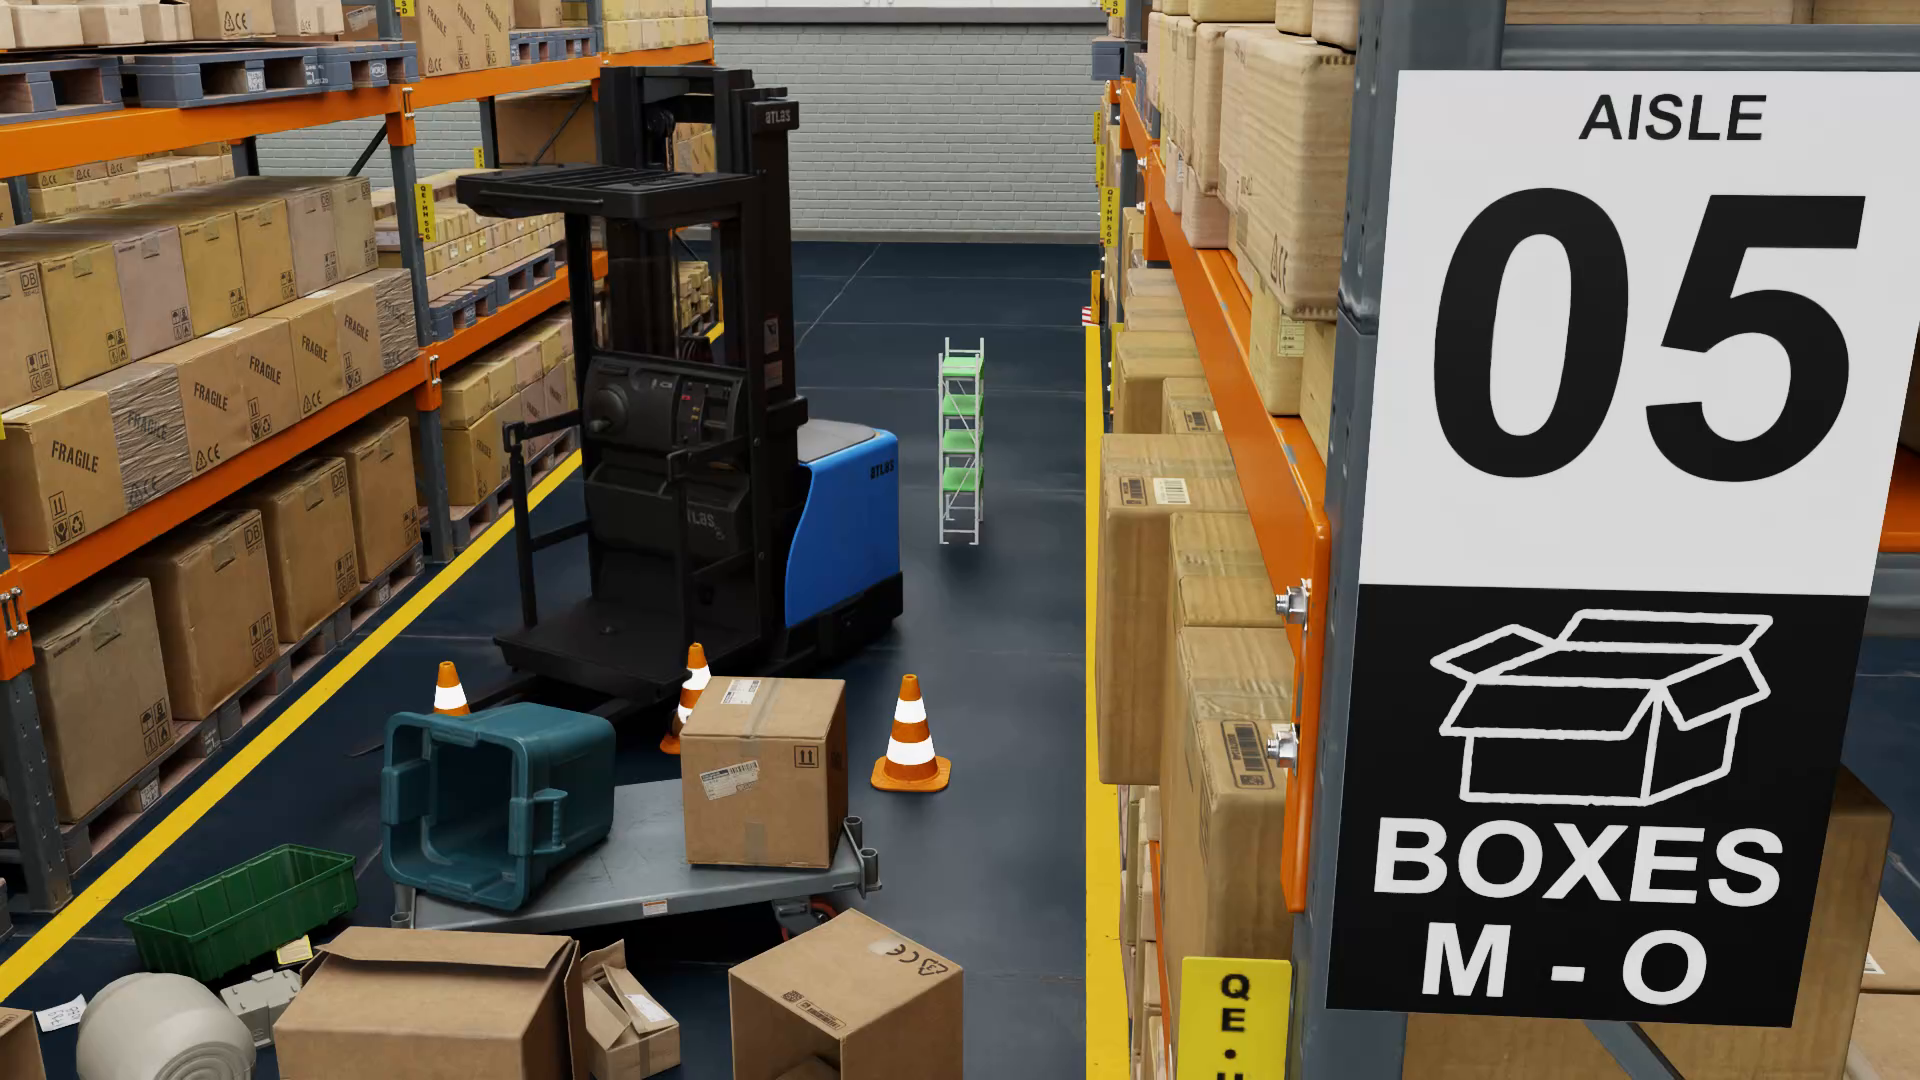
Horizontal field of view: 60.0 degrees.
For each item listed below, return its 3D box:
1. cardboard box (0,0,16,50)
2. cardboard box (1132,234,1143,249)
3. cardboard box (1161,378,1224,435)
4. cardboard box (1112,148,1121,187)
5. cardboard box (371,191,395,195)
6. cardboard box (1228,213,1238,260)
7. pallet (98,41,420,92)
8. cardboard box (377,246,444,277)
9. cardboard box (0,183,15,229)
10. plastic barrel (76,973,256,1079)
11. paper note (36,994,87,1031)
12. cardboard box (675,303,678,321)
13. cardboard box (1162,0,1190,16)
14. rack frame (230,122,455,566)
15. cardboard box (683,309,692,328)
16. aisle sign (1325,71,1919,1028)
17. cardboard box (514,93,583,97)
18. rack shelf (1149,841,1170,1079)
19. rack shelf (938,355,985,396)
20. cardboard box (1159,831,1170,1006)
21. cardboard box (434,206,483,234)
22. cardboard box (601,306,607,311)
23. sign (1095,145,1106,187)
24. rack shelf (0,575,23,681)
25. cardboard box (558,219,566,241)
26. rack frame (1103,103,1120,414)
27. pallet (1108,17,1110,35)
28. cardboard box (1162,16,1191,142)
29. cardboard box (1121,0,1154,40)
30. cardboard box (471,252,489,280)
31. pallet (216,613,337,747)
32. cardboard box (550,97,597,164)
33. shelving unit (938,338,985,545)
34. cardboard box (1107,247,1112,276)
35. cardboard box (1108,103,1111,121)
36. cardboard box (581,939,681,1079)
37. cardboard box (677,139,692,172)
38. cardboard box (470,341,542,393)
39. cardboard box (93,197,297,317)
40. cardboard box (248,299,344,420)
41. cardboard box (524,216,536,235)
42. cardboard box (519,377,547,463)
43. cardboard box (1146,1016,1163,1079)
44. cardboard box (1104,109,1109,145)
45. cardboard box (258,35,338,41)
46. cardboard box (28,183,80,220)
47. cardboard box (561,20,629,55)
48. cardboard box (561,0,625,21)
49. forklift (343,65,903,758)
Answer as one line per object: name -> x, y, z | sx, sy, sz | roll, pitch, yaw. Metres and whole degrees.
cardboard box -> -3.558, -1.851, 5.819 | 0.258, 0.266, 0.396 | 1, 18, 3
cardboard box -> 1.057, -1.150, 7.804 | 0.500, 0.500, 0.500 | 2, 18, 5
cardboard box -> 0.779, -0.036, 3.472 | 0.700, 0.500, 0.500 | 1, 18, 4
cardboard box -> 1.228, -2.226, 10.634 | 0.500, 0.500, 0.500 | 1, 18, 4
cardboard box -> -3.871, -2.311, 11.431 | 0.380, 0.149, 0.250 | 2, 18, 6
cardboard box -> 0.674, -0.559, 2.899 | 0.380, 0.149, 0.250 | 1, 18, 2
pallet -> -3.556, -2.437, 8.530 | 1.213, 0.211, 1.003 | 2, 18, 6
cardboard box -> -3.328, -1.670, 9.954 | 0.380, 0.149, 0.250 | 2, 18, 6
cardboard box -> -7.977, -2.583, 13.329 | 0.500, 0.500, 0.500 | 1, 18, 4
plastic barrel -> -2.401, 1.550, 5.012 | 0.512, 0.421, 0.421 | 17, 25, 41
paper note -> -2.995, 1.579, 5.554 | 0.147, 0.020, 0.142 | -13, 22, -34
cardboard box -> -2.831, -2.115, 15.488 | 0.380, 0.149, 0.250 | 1, 18, 4
cardboard box -> 0.684, -1.332, 3.975 | 0.380, 0.149, 0.250 | 1, 18, 4
rack frame -> -3.563, -1.303, 9.582 | 1.000, 3.000, 0.127 | 1, 18, 4
cardboard box -> -2.802, -2.144, 16.054 | 0.380, 0.149, 0.250 | 0, 18, 1
aisle sign -> 0.514, 0.038, 1.314 | 0.394, 0.787, 0.004 | 1, 18, 4
cardboard box -> -3.481, -3.522, 14.110 | 0.500, 0.500, 0.500 | 1, 18, 2
rack shelf -> 0.951, 0.982, 3.765 | 1.077, 0.370, 4.000 | 1, 18, 4
rack shelf -> 0.012, -1.017, 10.264 | 0.258, 0.148, 0.480 | 1, 18, 4
cardboard box -> 0.652, 0.587, 3.177 | 0.500, 0.500, 0.500 | 1, 18, 4
cardboard box -> -3.279, -2.047, 10.626 | 0.380, 0.149, 0.250 | 1, 18, 2
cardboard box -> -2.997, -1.939, 14.472 | 0.380, 0.149, 0.250 | 1, 18, 3
sign -> 1.115, -2.927, 13.021 | 0.100, 0.325, 0.005 | 1, 18, 4
rack shelf -> -3.993, 0.903, 4.007 | 1.077, 0.370, 4.000 | 1, 18, 4
cardboard box -> -3.145, -2.340, 12.475 | 0.380, 0.149, 0.250 | 1, 18, 4
rack frame -> 1.668, -2.466, 13.132 | 1.000, 3.000, 0.127 | 1, 18, 4
pallet -> 1.912, -4.861, 15.766 | 1.003, 0.211, 1.213 | 1, 18, 4
cardboard box -> 0.714, -1.031, 3.697 | 0.500, 0.250, 0.500 | 1, 18, 4
cardboard box -> 1.258, -3.018, 9.159 | 0.797, 0.503, 0.637 | 0, 18, 1
cardboard box -> -3.274, -1.768, 10.732 | 0.380, 0.149, 0.250 | 2, 18, 6
pallet -> -3.785, 0.643, 8.121 | 1.003, 0.211, 1.213 | 1, 18, 4
cardboard box -> -3.001, -3.344, 13.567 | 0.500, 0.500, 0.500 | 2, 18, 5
shelving unit -> 0.012, -0.622, 10.393 | 0.258, 1.200, 0.503 | 1, 18, 4
cardboard box -> 1.212, -1.865, 10.735 | 0.500, 0.250, 0.500 | 1, 18, 2
cardboard box -> 1.373, -3.400, 13.173 | 0.380, 0.149, 0.250 | 1, 18, 3
cardboard box -> -1.104, 1.523, 5.349 | 0.258, 0.266, 0.396 | -13, 22, -34
cardboard box -> -2.834, -3.514, 15.690 | 0.500, 0.500, 0.500 | 1, 18, 4
cardboard box -> -3.188, -1.191, 11.375 | 0.500, 0.250, 0.500 | 1, 18, 4
cardboard box -> -3.675, -1.370, 8.020 | 0.700, 0.500, 0.500 | 1, 18, 3
cardboard box -> -3.401, -0.894, 8.174 | 0.500, 0.500, 0.500 | 1, 18, 3
cardboard box -> -3.199, -2.229, 11.660 | 0.380, 0.149, 0.250 | 1, 18, 4
cardboard box -> -3.193, -0.844, 11.522 | 0.500, 0.500, 0.500 | 1, 18, 3
cardboard box -> 0.682, 1.438, 3.754 | 0.500, 0.500, 0.500 | 1, 18, 3
cardboard box -> 1.498, -3.457, 14.390 | 0.500, 0.500, 0.500 | 2, 18, 5
cardboard box -> -3.776, -2.959, 9.658 | 0.500, 0.500, 0.500 | 1, 18, 4
cardboard box -> -7.921, -2.897, 14.211 | 0.500, 0.250, 0.500 | 1, 18, 3
cardboard box -> -2.980, -4.037, 13.350 | 0.500, 0.250, 0.500 | 2, 18, 7
cardboard box -> -3.003, -4.281, 13.291 | 0.500, 0.250, 0.500 | 2, 18, 6
forklift -> -1.511, -0.631, 7.642 | 1.130, 2.935, 3.031 | 11, 21, 30
